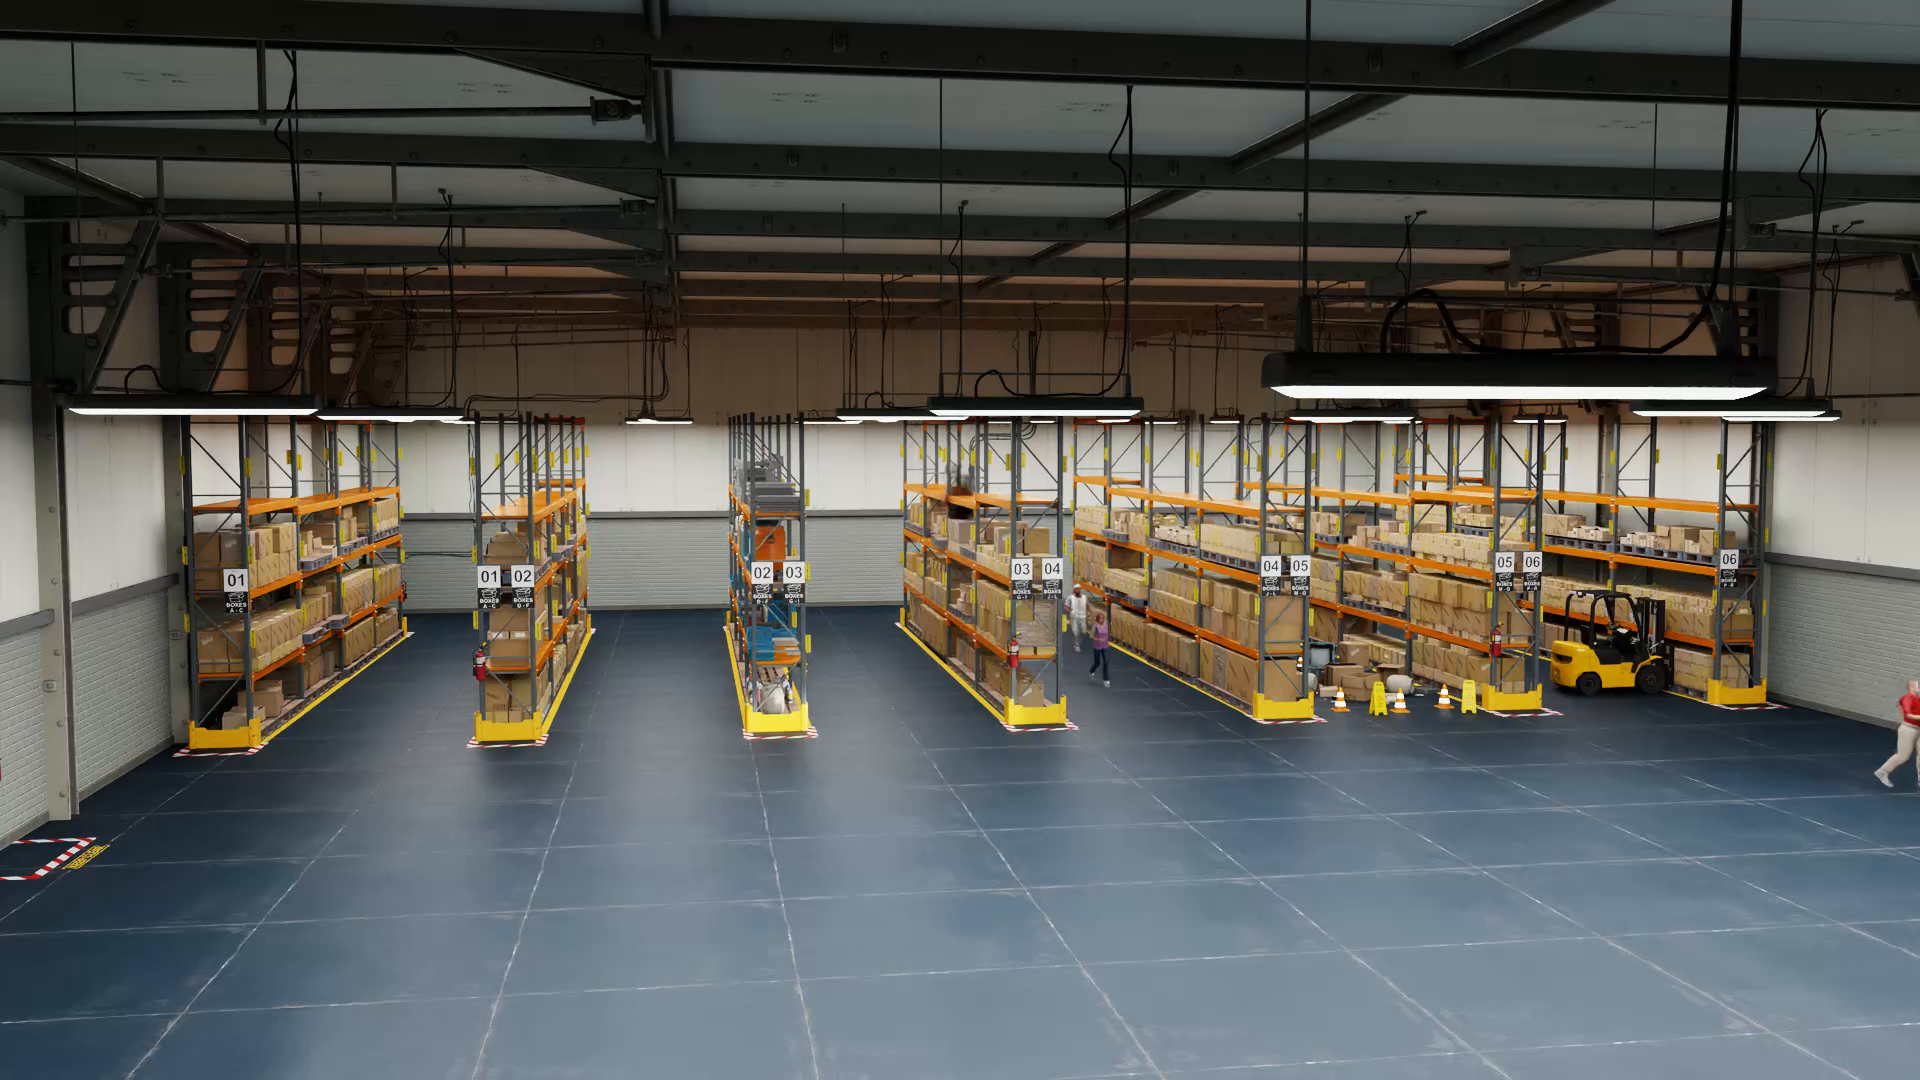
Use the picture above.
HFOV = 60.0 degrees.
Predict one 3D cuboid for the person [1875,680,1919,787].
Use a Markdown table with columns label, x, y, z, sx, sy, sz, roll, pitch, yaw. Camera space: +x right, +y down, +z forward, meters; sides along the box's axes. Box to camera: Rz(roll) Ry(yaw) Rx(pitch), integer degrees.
| label | x | y | z | sx | sy | sz | roll | pitch | yaw |
| --- | --- | --- | --- | --- | --- | --- | --- | --- | --- |
| person | 14.918 | 3.067 | 26.131 | 0.908 | 1.764 | 0.681 | 4 | 5 | 42 |

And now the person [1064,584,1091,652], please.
| label | x | y | z | sx | sy | sz | roll | pitch | yaw |
| --- | --- | --- | --- | --- | --- | --- | --- | --- | --- |
| person | 3.002 | 1.982 | 42.352 | 0.685 | 1.736 | 0.599 | -1 | 4 | -10 |

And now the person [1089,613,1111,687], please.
| label | x | y | z | sx | sy | sz | roll | pitch | yaw |
| --- | --- | --- | --- | --- | --- | --- | --- | --- | --- |
| person | 3.103 | 2.413 | 36.837 | 0.538 | 1.605 | 0.877 | -1 | 4 | -20 |
